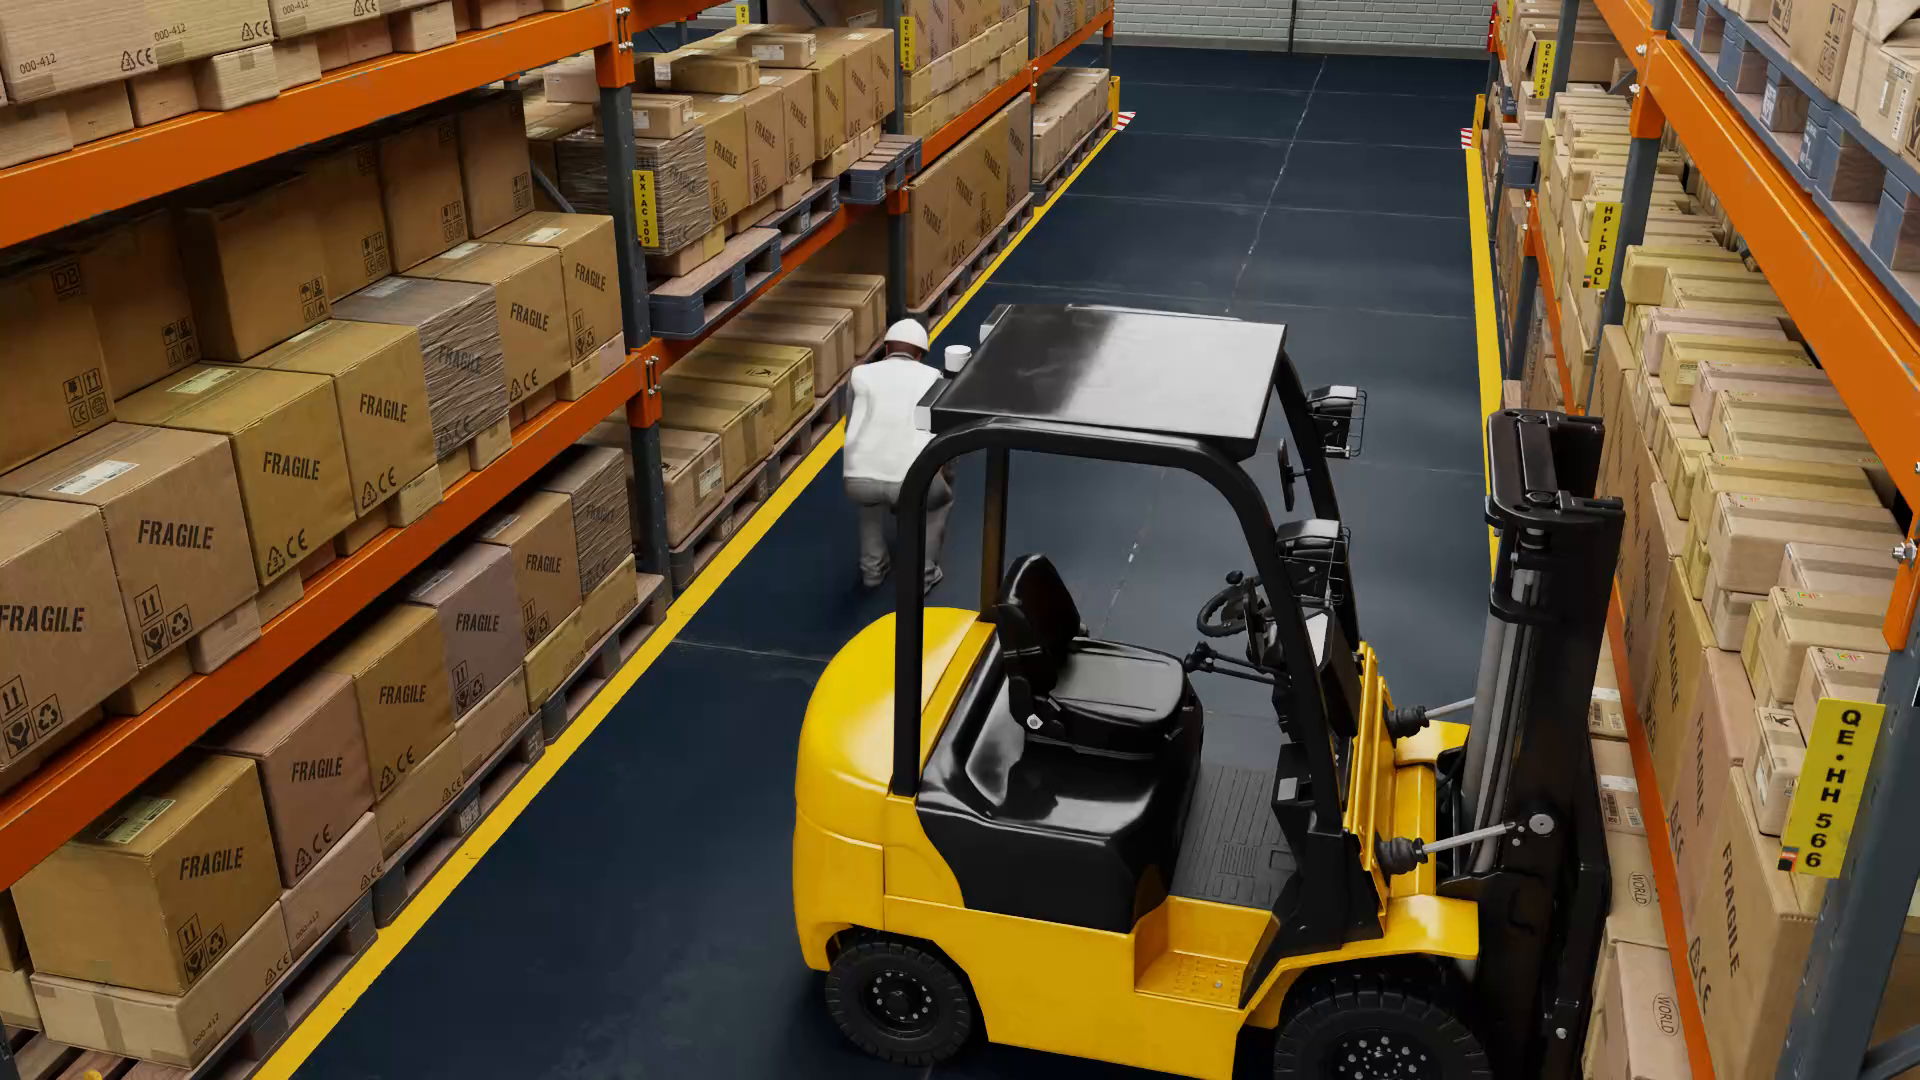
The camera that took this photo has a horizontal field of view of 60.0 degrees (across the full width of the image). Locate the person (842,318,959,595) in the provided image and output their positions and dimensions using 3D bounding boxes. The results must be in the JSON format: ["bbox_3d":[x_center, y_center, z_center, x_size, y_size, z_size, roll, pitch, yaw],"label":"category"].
[{"bbox_3d":[-0.319,-0.389,8.061,0.575,1.220,0.843,6,26,12],"label":"person"}]
